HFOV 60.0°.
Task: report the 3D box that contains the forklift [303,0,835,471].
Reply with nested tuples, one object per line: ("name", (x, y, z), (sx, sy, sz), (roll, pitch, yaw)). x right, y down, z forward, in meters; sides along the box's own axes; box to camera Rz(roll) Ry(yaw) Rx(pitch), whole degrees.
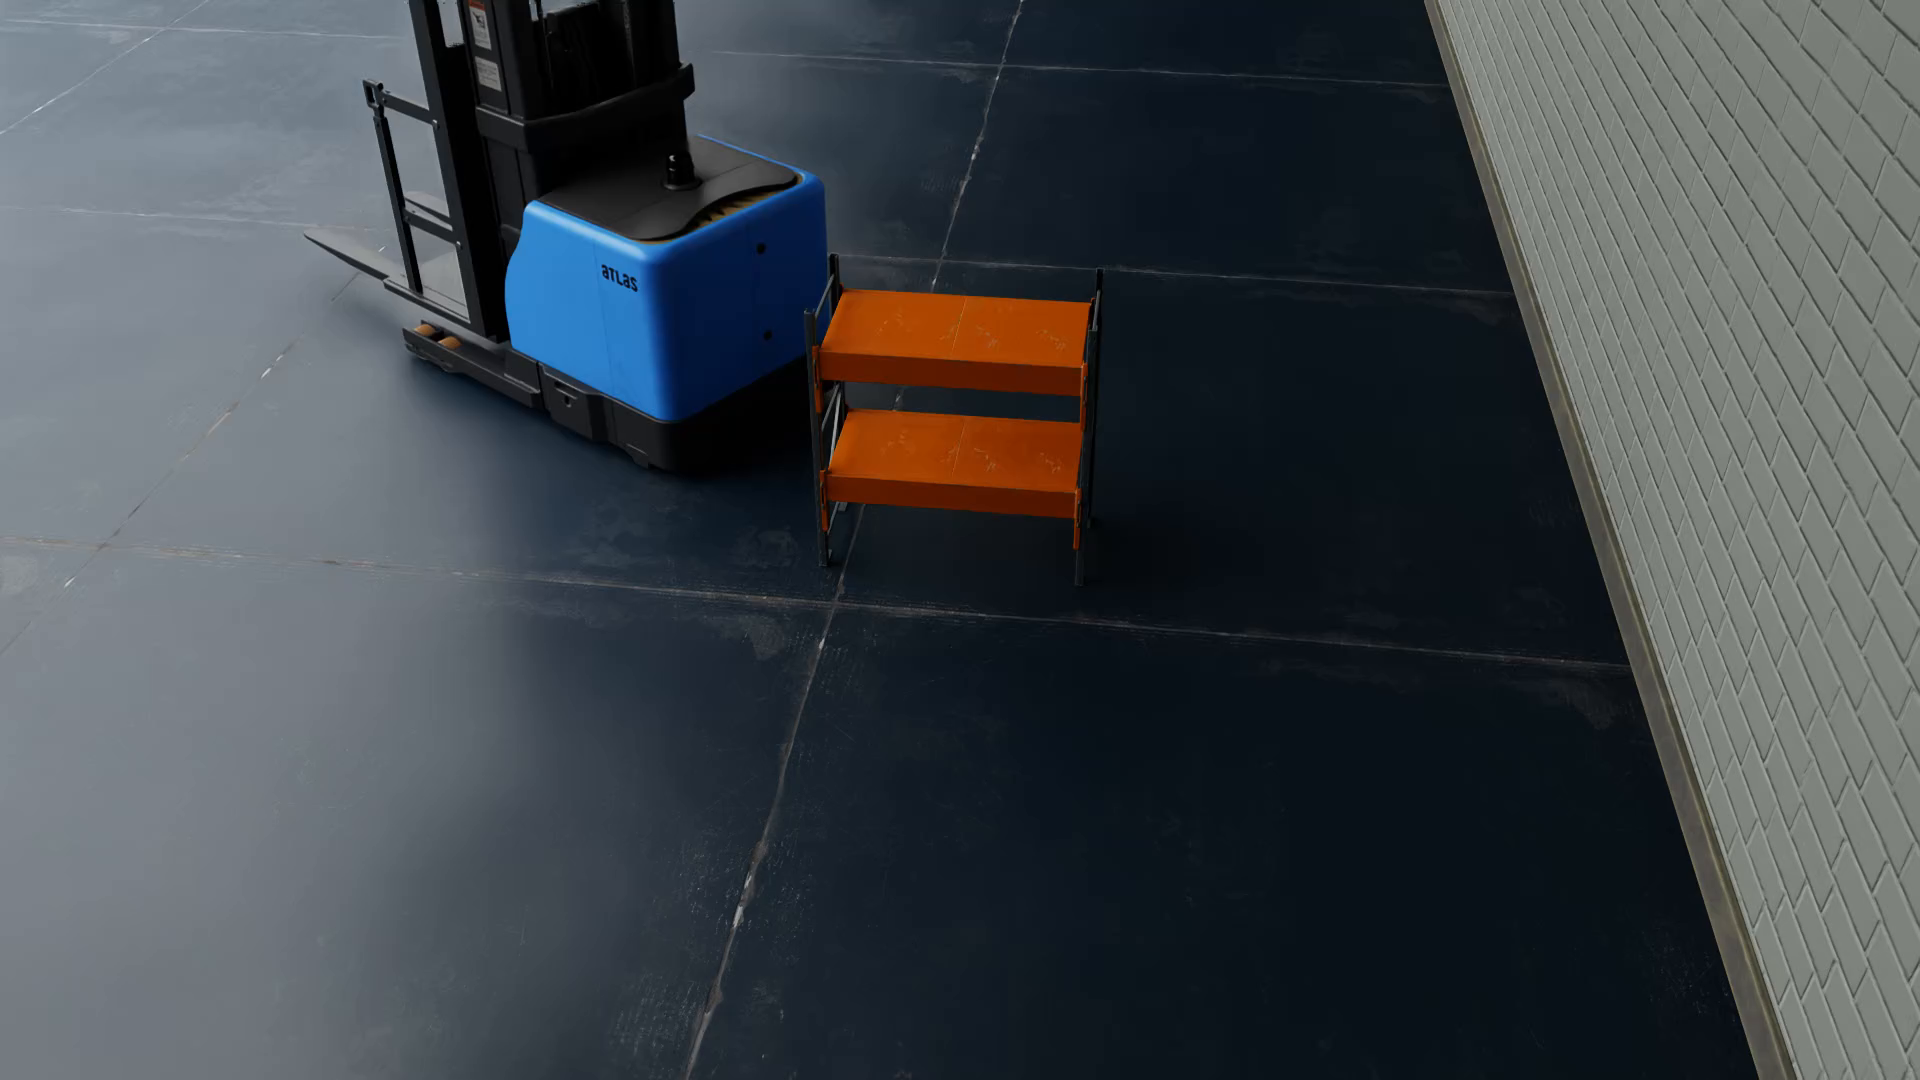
("forklift", (-2.021, -2.194, 7.301), (3.031, 2.935, 1.130), (26, 43, 31))

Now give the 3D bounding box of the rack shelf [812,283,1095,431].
("rack shelf", (-0.007, -0.697, 6.254), (1.000, 0.278, 0.538), (4, 36, 6))

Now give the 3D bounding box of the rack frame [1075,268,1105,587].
("rack frame", (0.498, -0.421, 6.371), (0.032, 1.125, 0.500), (4, 36, 6))

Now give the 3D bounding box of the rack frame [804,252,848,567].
("rack frame", (-0.511, -0.496, 6.477), (0.032, 1.125, 0.500), (4, 36, 6))

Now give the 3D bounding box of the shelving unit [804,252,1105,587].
("shelving unit", (-0.007, -0.458, 6.424), (1.048, 1.125, 0.538), (4, 36, 6))

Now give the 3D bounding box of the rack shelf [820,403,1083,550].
("rack shelf", (-0.007, -0.259, 6.566), (1.000, 0.278, 0.538), (4, 36, 6))
